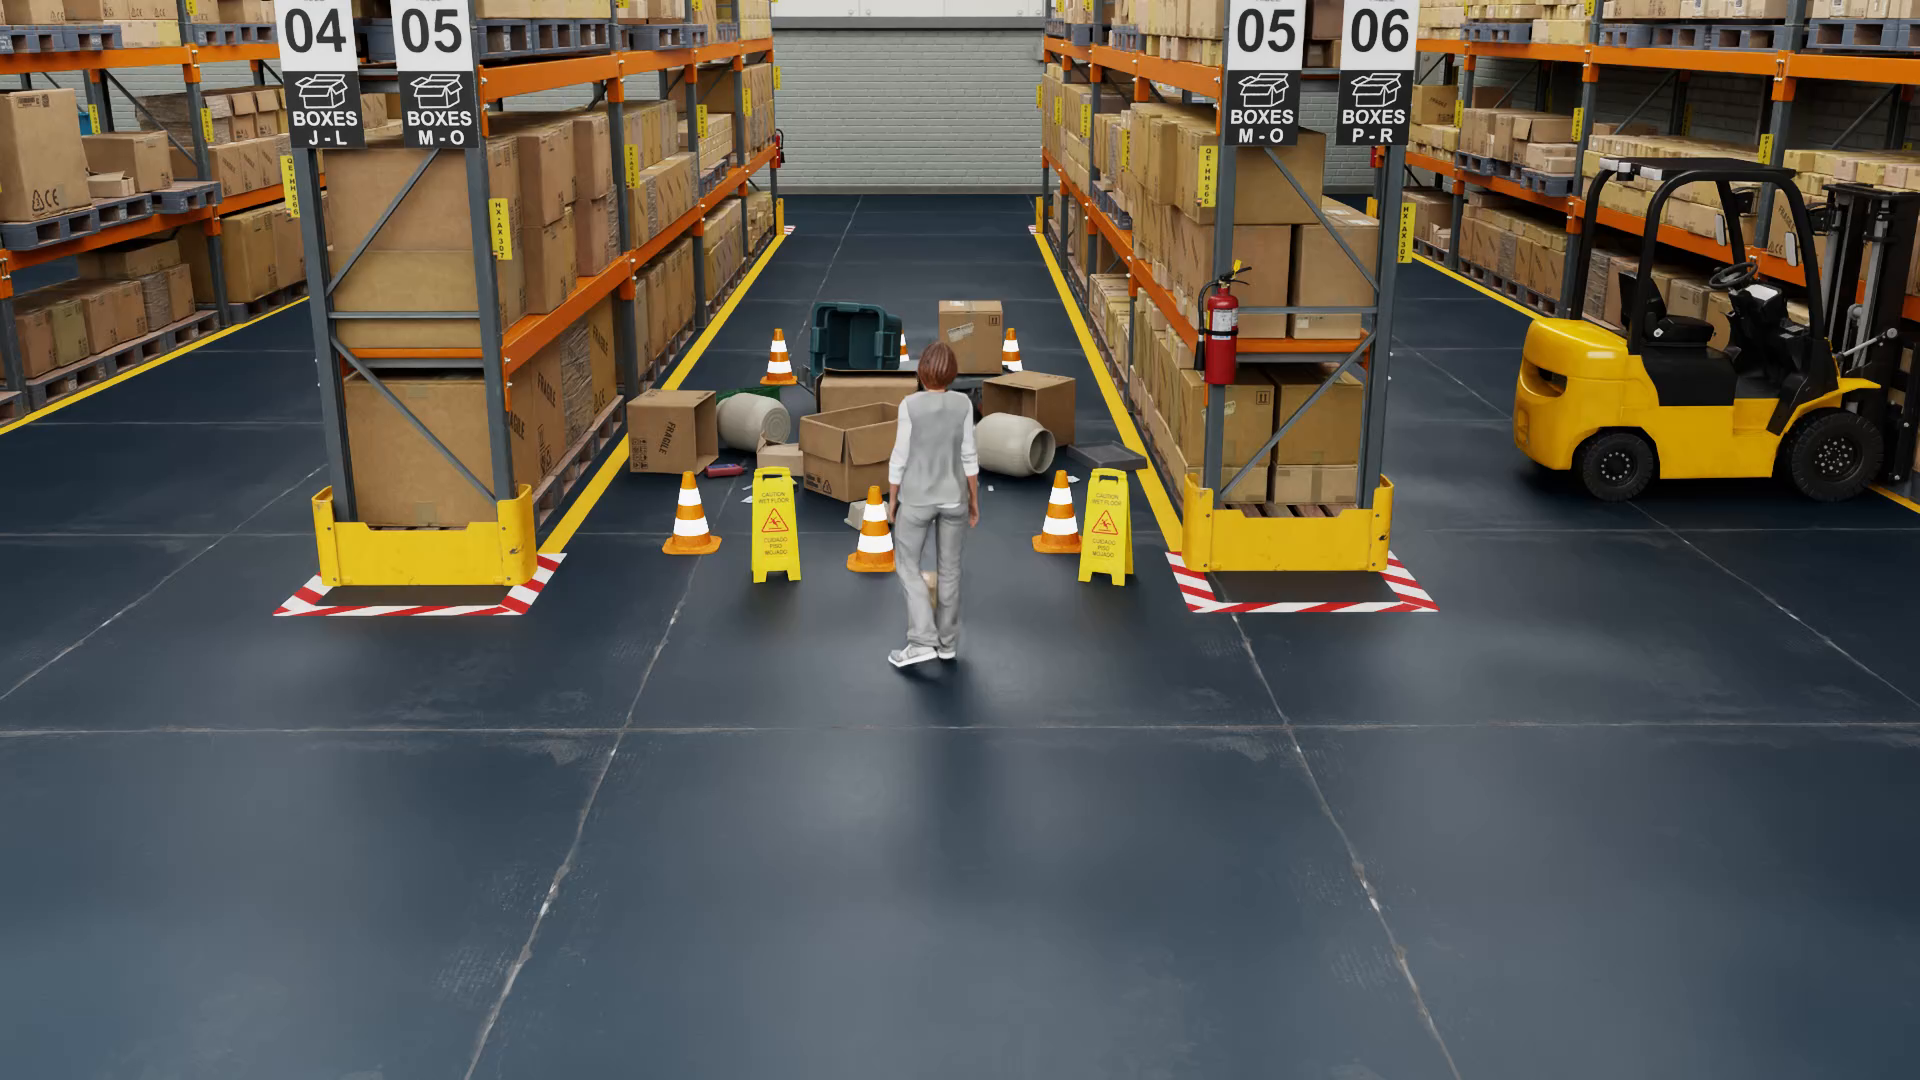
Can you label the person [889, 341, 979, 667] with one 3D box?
[{"bbox_3d":[-0.133,-0.175,8.070,0.466,1.593,0.398,-5,18,-14],"label":"person"}]
